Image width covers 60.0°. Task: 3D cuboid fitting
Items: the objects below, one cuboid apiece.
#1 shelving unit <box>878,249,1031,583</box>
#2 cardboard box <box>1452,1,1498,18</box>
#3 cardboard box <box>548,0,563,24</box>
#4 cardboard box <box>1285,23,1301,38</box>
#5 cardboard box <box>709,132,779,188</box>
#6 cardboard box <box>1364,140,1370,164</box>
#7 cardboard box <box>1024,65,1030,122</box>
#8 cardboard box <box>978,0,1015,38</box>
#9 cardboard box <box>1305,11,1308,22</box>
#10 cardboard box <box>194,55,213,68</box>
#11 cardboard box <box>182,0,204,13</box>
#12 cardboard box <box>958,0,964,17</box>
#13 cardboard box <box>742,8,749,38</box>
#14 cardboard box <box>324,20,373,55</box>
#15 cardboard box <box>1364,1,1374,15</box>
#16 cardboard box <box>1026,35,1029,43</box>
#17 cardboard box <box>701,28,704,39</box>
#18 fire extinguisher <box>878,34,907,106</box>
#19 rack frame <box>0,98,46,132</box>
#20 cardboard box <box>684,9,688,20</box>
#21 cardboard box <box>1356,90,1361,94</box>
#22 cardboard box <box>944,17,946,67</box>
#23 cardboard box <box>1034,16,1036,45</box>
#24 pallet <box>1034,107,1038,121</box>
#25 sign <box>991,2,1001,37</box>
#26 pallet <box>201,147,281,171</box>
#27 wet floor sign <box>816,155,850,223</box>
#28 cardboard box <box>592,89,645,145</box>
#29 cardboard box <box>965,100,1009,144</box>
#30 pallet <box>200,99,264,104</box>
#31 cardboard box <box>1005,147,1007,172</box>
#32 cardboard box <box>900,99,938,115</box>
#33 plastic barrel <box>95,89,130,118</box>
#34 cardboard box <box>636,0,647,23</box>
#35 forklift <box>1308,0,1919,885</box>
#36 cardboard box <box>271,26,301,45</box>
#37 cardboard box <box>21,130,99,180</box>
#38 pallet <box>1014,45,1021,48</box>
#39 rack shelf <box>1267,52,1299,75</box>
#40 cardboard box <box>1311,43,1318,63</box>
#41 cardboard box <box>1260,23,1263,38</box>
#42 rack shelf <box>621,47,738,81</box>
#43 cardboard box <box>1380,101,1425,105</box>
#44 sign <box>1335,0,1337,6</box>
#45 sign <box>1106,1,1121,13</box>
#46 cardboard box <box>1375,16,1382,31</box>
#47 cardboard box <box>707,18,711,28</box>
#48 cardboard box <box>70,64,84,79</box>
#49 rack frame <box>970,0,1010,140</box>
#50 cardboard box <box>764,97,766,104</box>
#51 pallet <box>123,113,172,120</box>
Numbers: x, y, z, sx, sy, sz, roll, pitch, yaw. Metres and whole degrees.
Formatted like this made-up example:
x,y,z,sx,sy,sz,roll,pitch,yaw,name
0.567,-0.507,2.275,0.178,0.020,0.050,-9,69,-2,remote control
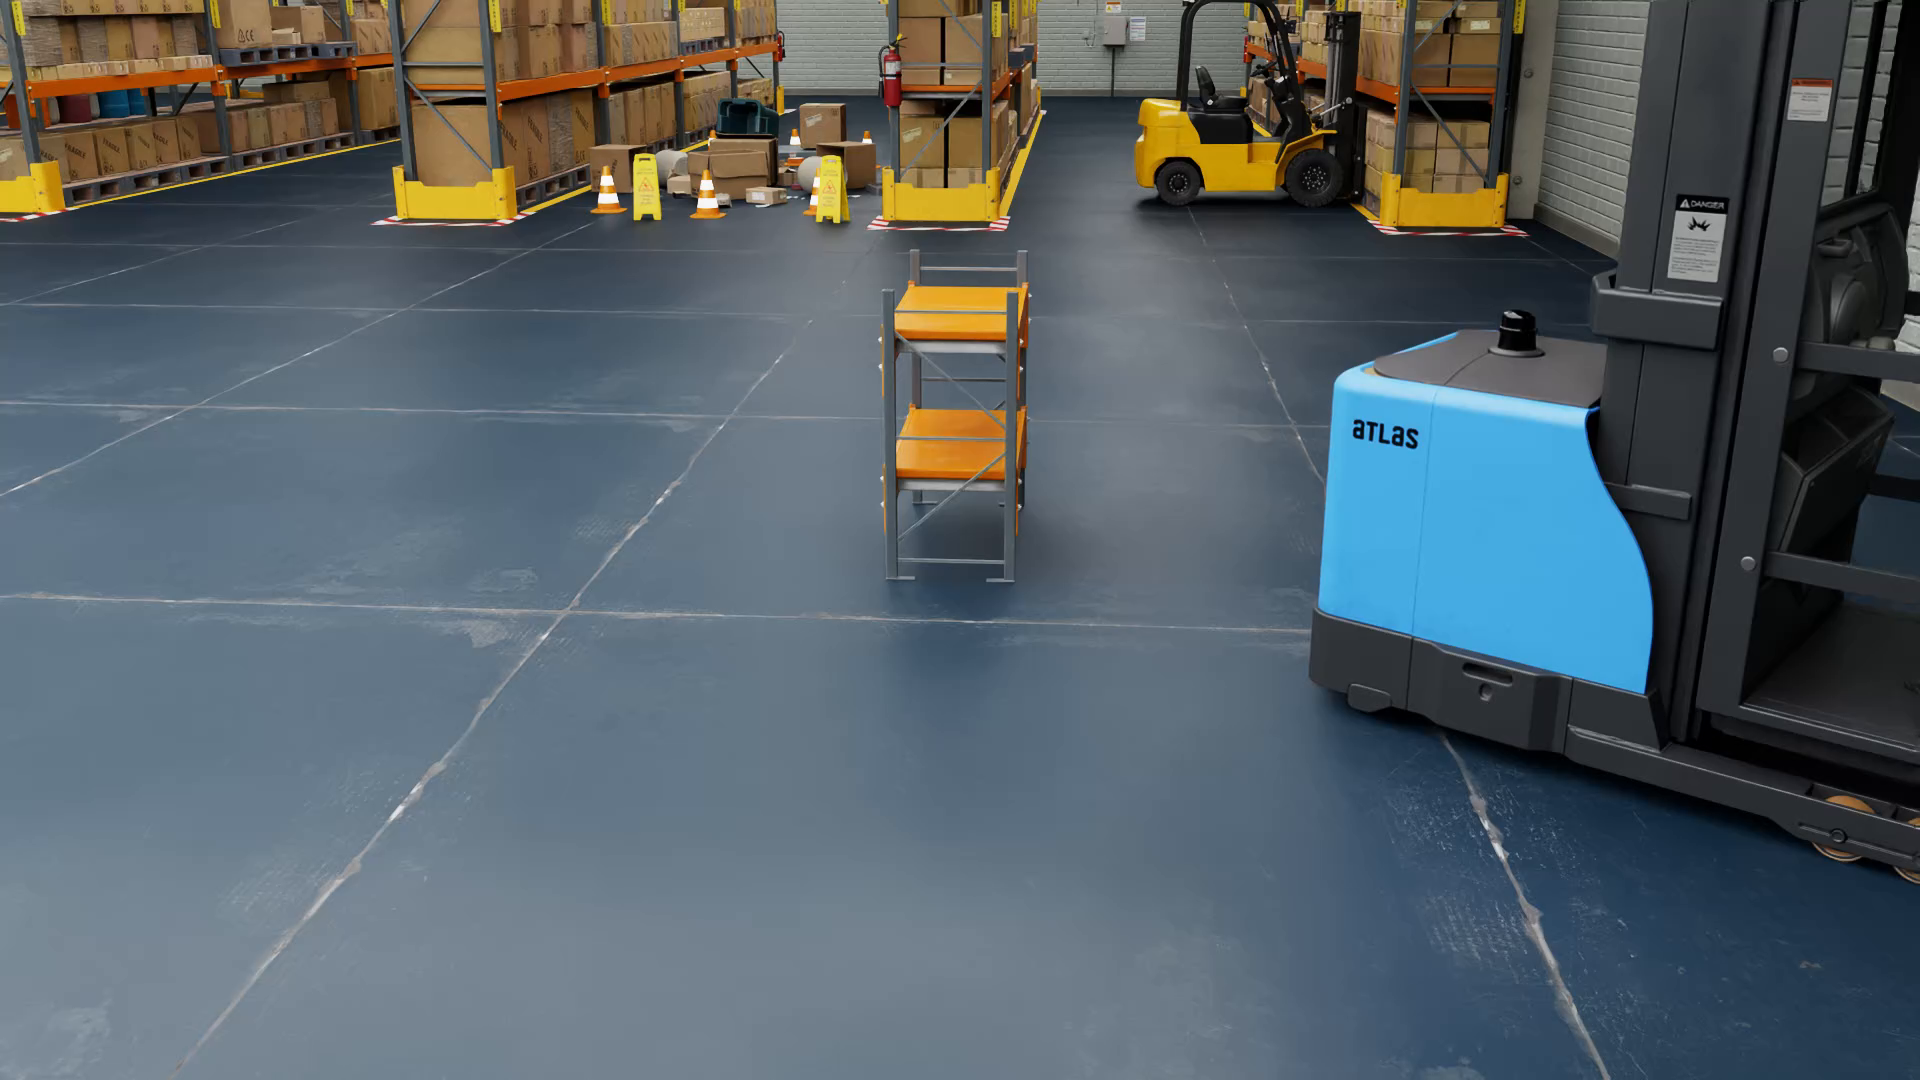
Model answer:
x,y,z,sx,sy,sz,roll,pitch,yaw,name
0.000,-0.537,6.754,0.538,1.125,1.048,1,18,4,shelving unit
4.996,-5.149,16.141,0.380,0.149,0.250,1,18,3,cardboard box
-5.010,-6.116,18.797,0.875,0.550,0.550,1,18,4,cardboard box
5.085,-7.500,24.562,0.500,0.250,0.500,0,18,1,cardboard box
-2.533,-4.433,19.426,0.797,0.637,0.503,1,18,4,cardboard box
4.545,-4.158,17.733,0.500,0.250,0.500,1,18,3,cardboard box
0.646,-7.104,26.524,0.875,0.875,0.875,2,18,6,cardboard box
0.414,-6.432,20.423,0.500,0.500,0.500,2,18,5,cardboard box
5.016,-7.301,23.184,0.380,0.149,0.250,2,18,6,cardboard box
-9.512,-5.933,20.616,0.380,0.149,0.250,1,18,4,cardboard box
-9.548,-6.644,20.138,0.500,0.500,0.500,1,18,4,cardboard box
-0.330,-5.647,17.095,0.700,0.500,0.500,1,18,4,cardboard box
-3.962,-8.959,28.810,0.500,0.500,0.500,1,18,4,cardboard box
-9.197,-7.561,25.019,0.500,0.500,0.500,2,18,6,cardboard box
4.676,-5.878,18.365,0.380,0.149,0.250,1,18,3,cardboard box
0.849,-8.015,26.807,0.500,0.250,0.500,1,18,3,cardboard box
-4.217,-7.933,26.046,0.380,0.149,0.250,1,18,2,cardboard box
-0.660,-4.600,16.269,0.296,0.674,0.183,1,18,4,fire extinguisher
-14.444,-7.479,24.930,1.000,3.000,0.127,1,18,4,rack frame
-4.298,-7.888,24.952,0.380,0.149,0.250,1,18,4,cardboard box
5.680,-6.512,24.278,0.380,0.149,0.250,2,18,7,cardboard box
-0.388,-5.181,17.280,0.500,0.500,0.500,1,18,4,cardboard box
1.082,-9.047,29.556,0.500,0.500,0.500,2,18,6,cardboard box
0.885,-7.678,30.018,1.003,0.211,1.213,1,18,4,pallet
0.349,-5.062,16.163,0.100,0.325,0.005,1,18,4,sign
-9.736,-5.043,21.973,1.003,0.211,1.213,1,18,4,pallet
-1.273,-3.508,16.594,0.267,0.644,0.232,8,20,23,wet floor sign
-4.822,-5.609,22.161,1.050,0.750,0.750,1,18,4,cardboard box
0.320,-4.964,19.793,0.500,0.500,0.500,1,18,3,cardboard box
-13.968,-8.383,32.168,1.003,0.211,1.213,1,18,4,pallet
0.292,-4.442,19.404,0.500,0.250,0.500,1,18,2,cardboard box
-0.436,-4.590,17.609,0.380,0.149,0.250,2,18,6,cardboard box
-14.264,-7.535,27.797,0.600,0.901,0.708,1,18,4,plastic barrel
-4.675,-7.293,22.597,0.700,0.500,0.500,1,18,3,cardboard box
2.573,-0.698,4.347,3.031,2.935,1.130,15,23,38,forklift
-9.354,-6.980,22.949,0.396,0.266,0.258,1,18,2,cardboard box
-10.007,-4.275,18.493,0.500,0.500,0.500,6,19,18,cardboard box
0.280,-6.440,22.068,1.003,0.211,1.213,1,18,4,pallet
5.476,-7.317,25.590,1.077,0.370,4.000,1,18,4,rack shelf
4.986,-6.517,22.237,0.500,0.250,0.500,1,18,2,cardboard box
5.482,-8.824,28.798,0.500,0.250,0.500,1,18,4,cardboard box
-4.420,-7.505,26.166,1.077,0.370,4.000,1,18,4,rack shelf
5.203,-5.006,19.519,0.500,0.250,0.500,2,18,5,cardboard box
6.173,-8.819,27.159,0.100,0.325,0.005,1,18,4,sign
3.380,-11.749,36.636,0.339,0.242,0.001,1,18,4,sign
4.572,-5.421,17.448,0.380,0.149,0.250,1,18,4,cardboard box
-4.182,-8.237,26.496,0.380,0.149,0.250,0,18,1,cardboard box
-9.752,-5.080,18.012,0.380,0.149,0.250,1,18,4,cardboard box
0.094,-5.905,20.126,1.000,3.000,0.127,1,18,4,rack frame
-3.842,-8.225,31.111,0.380,0.149,0.250,1,18,4,cardboard box
-14.254,-7.157,28.427,1.003,0.211,1.213,1,18,4,pallet
